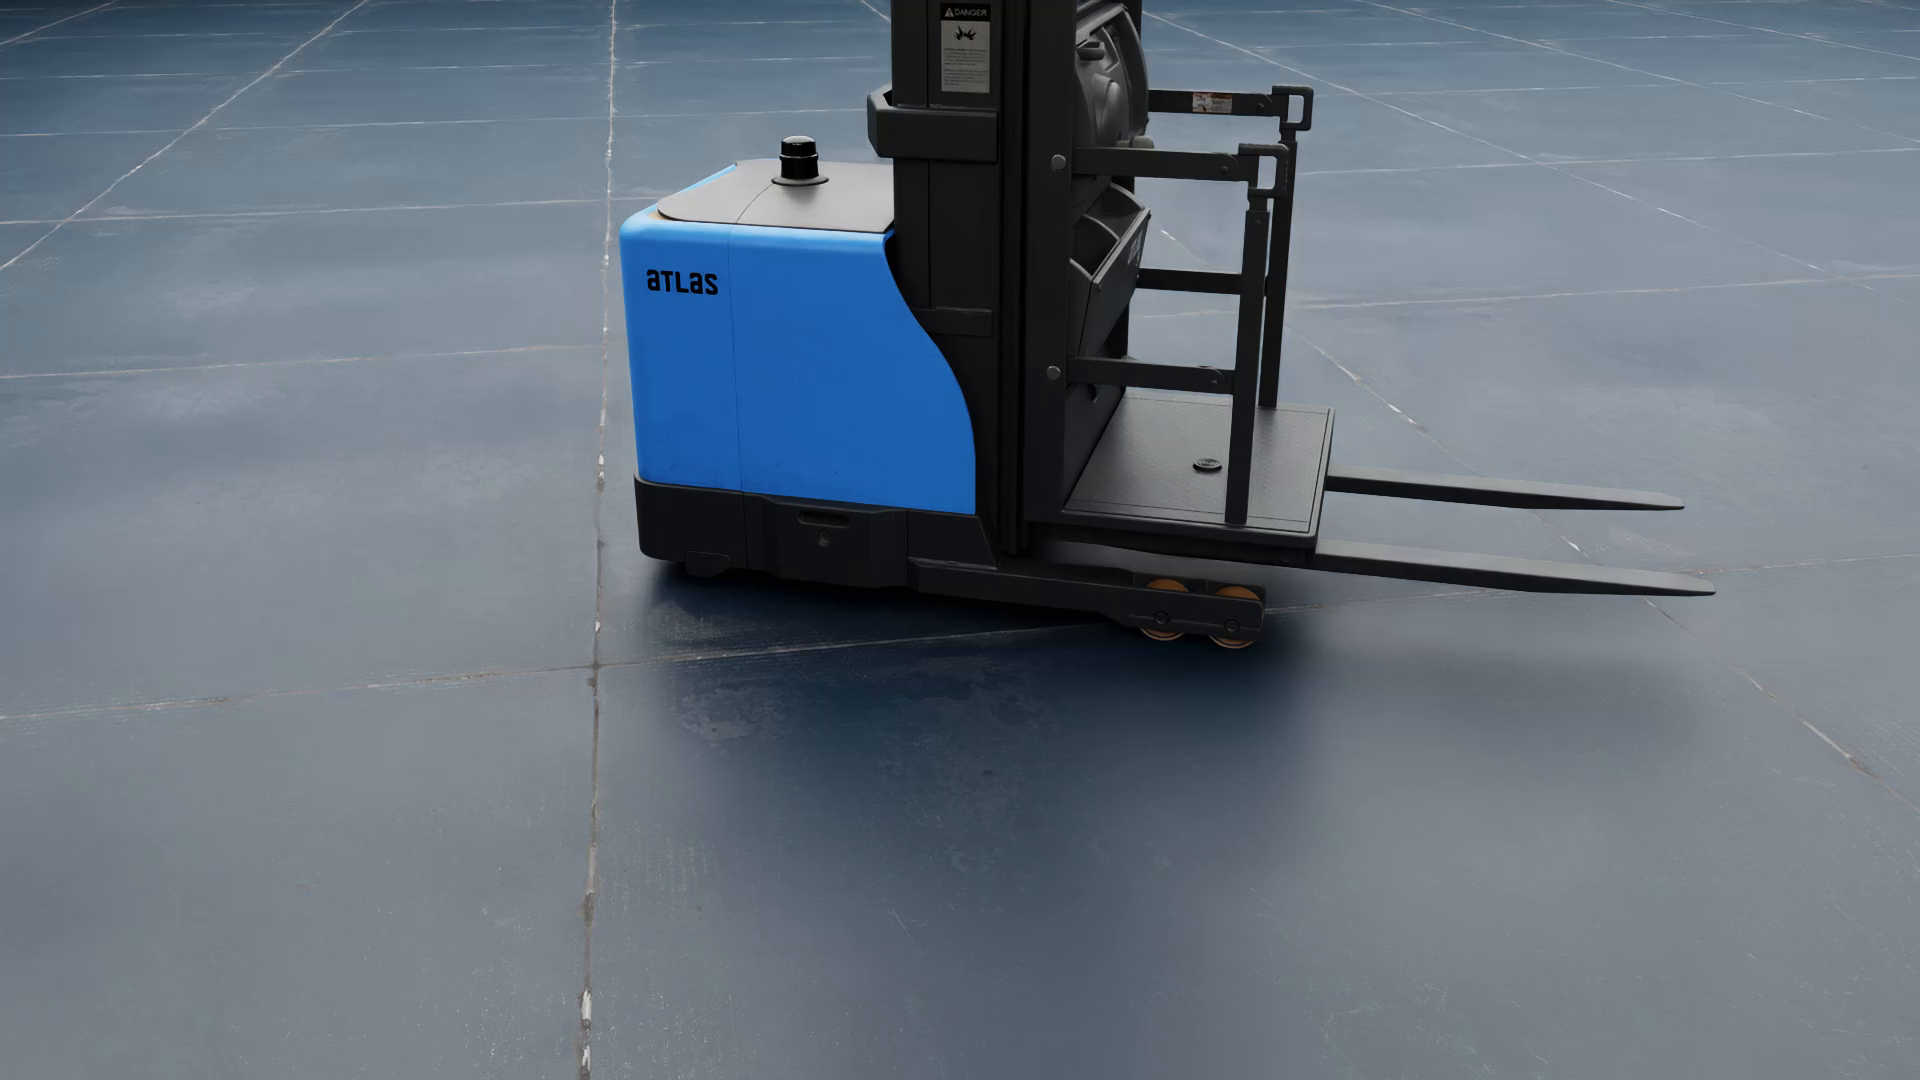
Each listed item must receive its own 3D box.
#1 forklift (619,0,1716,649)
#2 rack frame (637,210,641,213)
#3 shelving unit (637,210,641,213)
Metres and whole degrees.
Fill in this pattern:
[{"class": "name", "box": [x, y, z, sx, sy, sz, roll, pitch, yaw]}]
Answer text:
[{"class": "forklift", "box": [0.607, -1.280, 4.519, 3.031, 2.935, 1.130, 6, 24, 13]}, {"class": "rack frame", "box": [-0.985, -0.719, 5.776, 0.006, 0.900, 0.240, 2, 23, 20]}, {"class": "shelving unit", "box": [-0.890, -0.715, 5.740, 0.210, 0.900, 0.258, 2, 23, 20]}]
